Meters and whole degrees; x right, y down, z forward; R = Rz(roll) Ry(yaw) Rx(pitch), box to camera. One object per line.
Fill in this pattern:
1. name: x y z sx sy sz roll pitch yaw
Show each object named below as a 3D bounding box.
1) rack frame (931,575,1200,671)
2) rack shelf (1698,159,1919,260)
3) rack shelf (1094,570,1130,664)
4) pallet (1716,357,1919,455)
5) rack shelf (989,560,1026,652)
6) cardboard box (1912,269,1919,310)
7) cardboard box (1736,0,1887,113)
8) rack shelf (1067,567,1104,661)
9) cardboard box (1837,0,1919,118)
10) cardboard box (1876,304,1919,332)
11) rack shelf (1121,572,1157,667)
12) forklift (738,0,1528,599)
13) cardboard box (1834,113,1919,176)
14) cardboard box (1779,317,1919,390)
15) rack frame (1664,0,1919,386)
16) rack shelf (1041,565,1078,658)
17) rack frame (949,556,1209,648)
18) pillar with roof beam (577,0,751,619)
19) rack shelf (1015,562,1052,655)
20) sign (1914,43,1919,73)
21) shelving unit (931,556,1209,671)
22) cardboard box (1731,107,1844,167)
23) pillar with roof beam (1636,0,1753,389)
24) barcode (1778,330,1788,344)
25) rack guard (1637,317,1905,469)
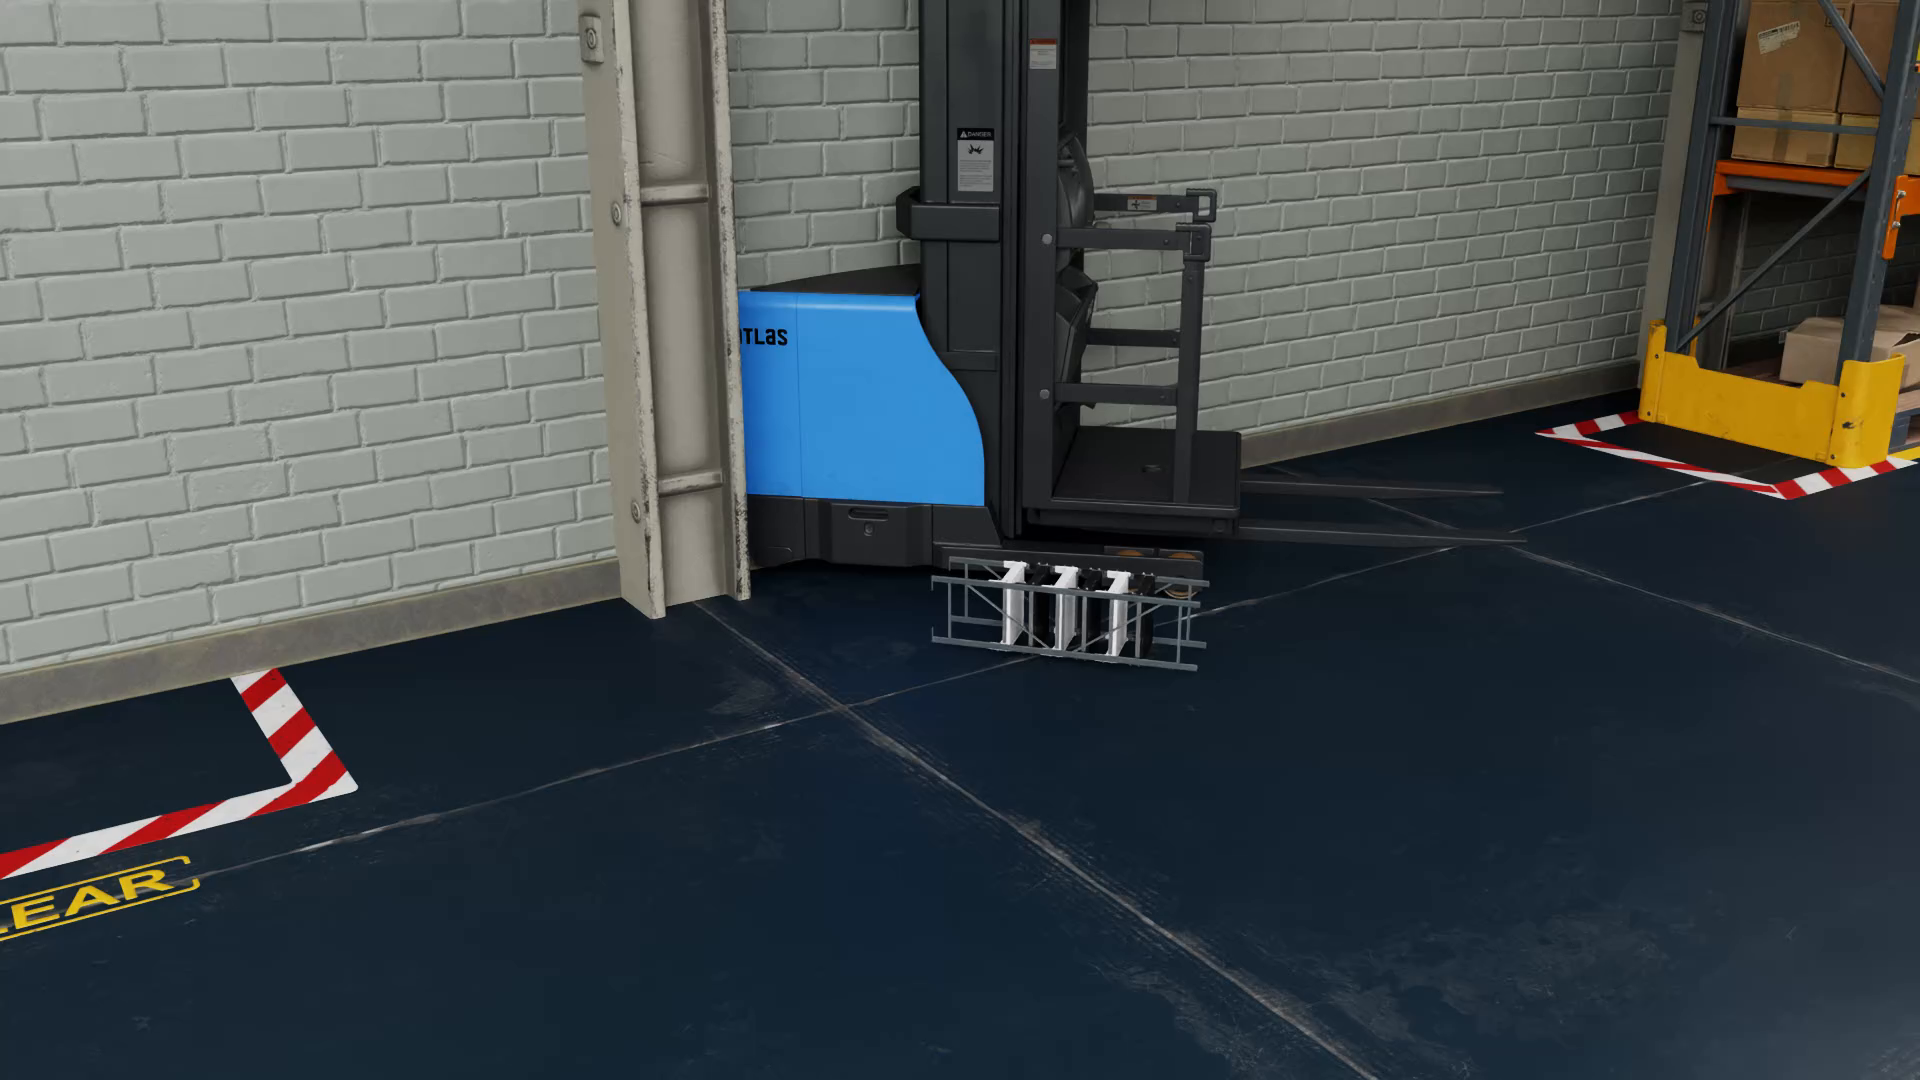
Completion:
1. rack frame: 0.337 0.272 5.481 0.900 0.240 0.006 5 19 15
2. rack shelf: 5.558 -1.929 8.889 4.000 0.370 1.077 -12 22 -31
3. rack shelf: 0.507 0.254 5.534 0.077 0.258 0.200 5 19 15
4. pallet: 4.649 -0.743 8.614 1.213 0.211 1.003 -12 22 -31
5. rack shelf: 0.161 0.222 5.630 0.077 0.258 0.200 5 19 15
6. cardboard box: 5.631 -1.255 8.991 0.500 0.500 0.700 -14 23 -35
7. cardboard box: 4.164 -2.351 8.047 0.500 0.500 0.500 -12 22 -32
8. rack shelf: 0.420 0.246 5.558 0.077 0.258 0.200 5 19 15
9. cardboard box: 4.451 -2.215 7.644 0.500 0.500 0.500 -12 22 -31
10. cardboard box: 4.991 -1.050 8.679 0.500 0.311 0.500 -10 21 -27
11. rack shelf: 0.593 0.262 5.511 0.077 0.258 0.200 5 19 15
12. forklift: 0.620 -1.356 6.178 3.031 2.935 1.130 3 19 9
13. cardboard box: 4.469 -1.857 7.756 0.500 0.250 0.500 -13 22 -33
14. cardboard box: 4.515 -0.950 8.382 0.500 0.311 0.500 -15 24 -37
15. rack frame: 3.887 -1.917 7.732 0.127 3.000 1.000 -12 22 -31
16. rack shelf: 0.334 0.238 5.582 0.077 0.258 0.200 5 19 15
17. rack frame: 0.394 0.209 5.666 0.900 0.240 0.006 5 19 15
18. pillar with roof beam: 1.353 -2.905 1.288 0.400 9.000 9.100 -12 22 -31
19. rack shelf: 0.247 0.230 5.606 0.077 0.258 0.200 5 19 15
20. sign: 4.186 -2.182 7.164 0.005 0.325 0.100 -12 22 -31
21. shelving unit: 0.366 0.241 5.573 0.900 0.258 0.210 5 19 15
22. cardboard box: 4.171 -1.990 8.150 0.500 0.250 0.500 -12 22 -31
23. pillar with roof beam: 6.364 -3.962 4.414 0.400 9.000 9.100 -12 22 -31
24. barcode: 4.310 -1.064 8.706 0.075 0.075 0.001 -12 22 -31
25. rack guard: 3.951 -0.746 8.172 0.348 0.500 1.175 -12 22 -31
